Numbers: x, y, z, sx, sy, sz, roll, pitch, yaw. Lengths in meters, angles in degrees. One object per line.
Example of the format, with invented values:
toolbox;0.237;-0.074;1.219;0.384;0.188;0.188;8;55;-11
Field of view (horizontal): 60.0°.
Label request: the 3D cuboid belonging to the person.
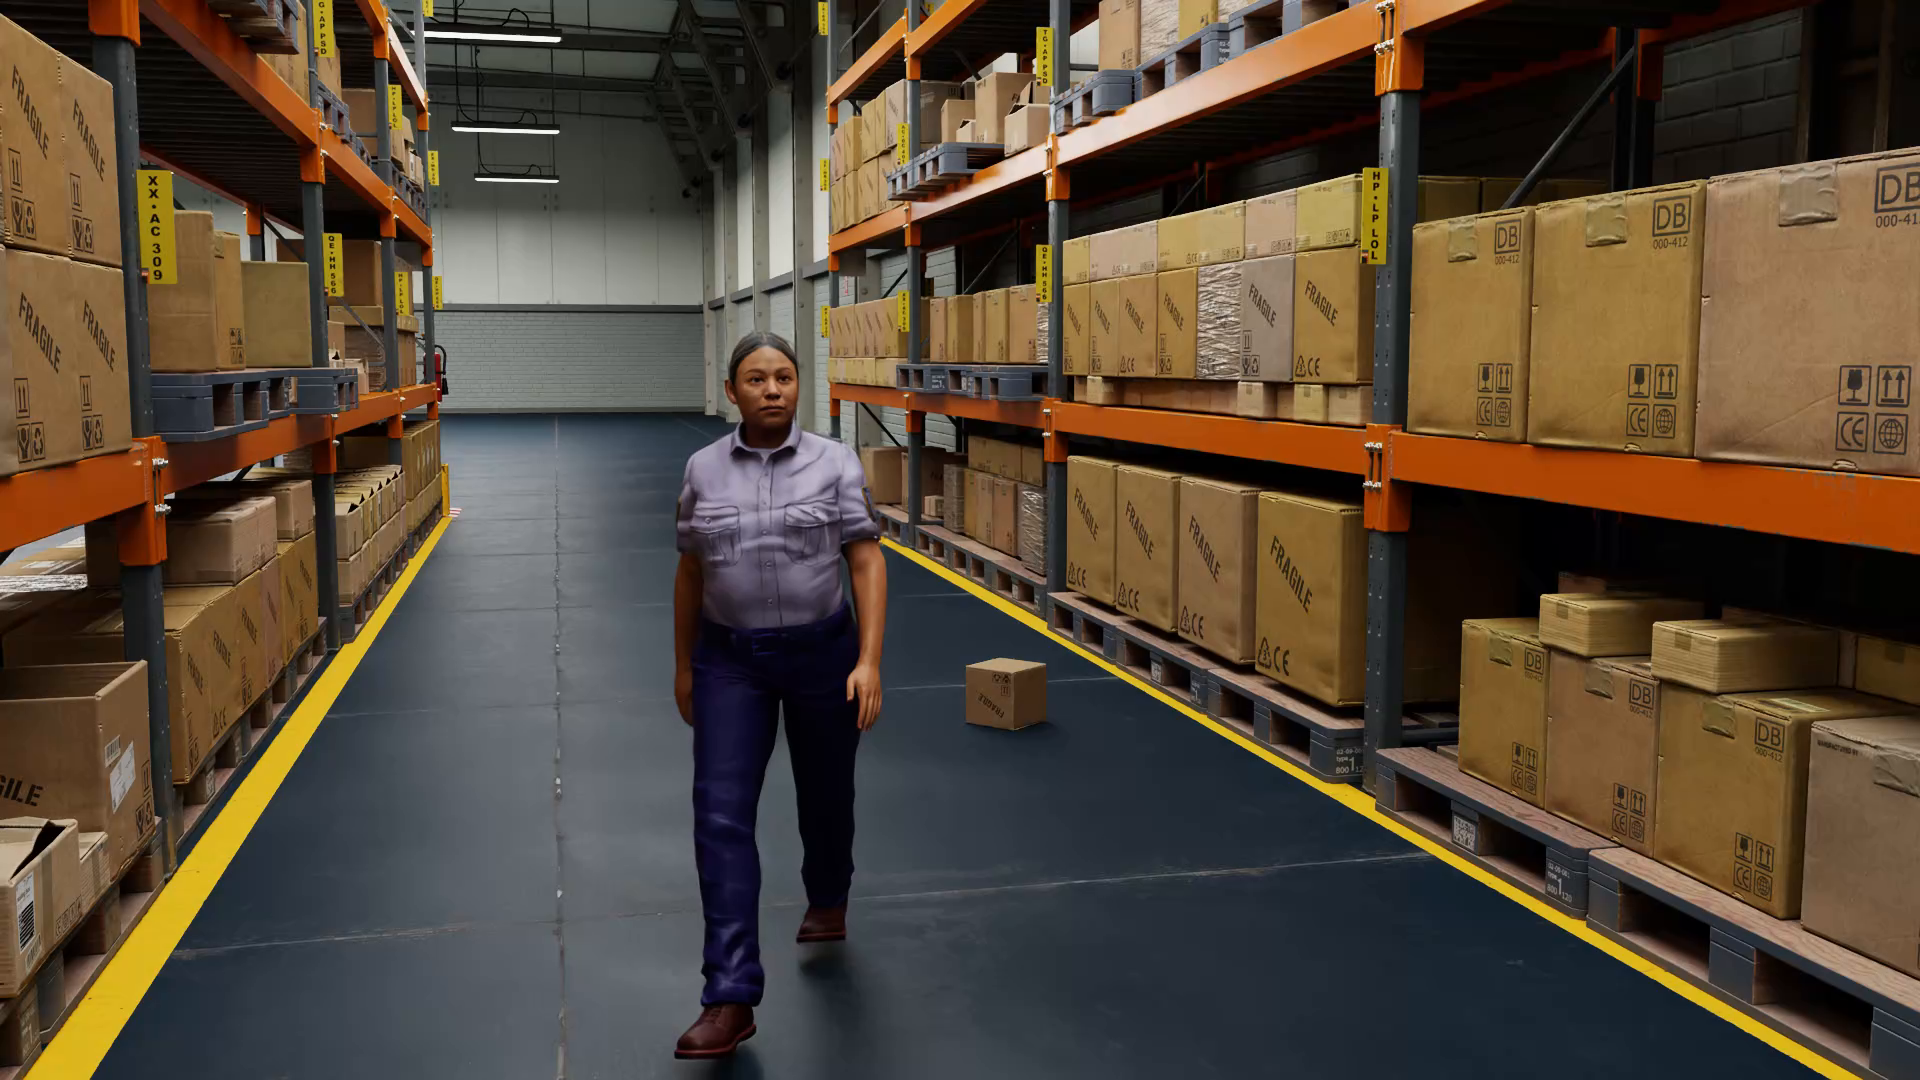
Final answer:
person;-0.435;0.308;3.933;0.528;1.596;0.984;0;6;-2
